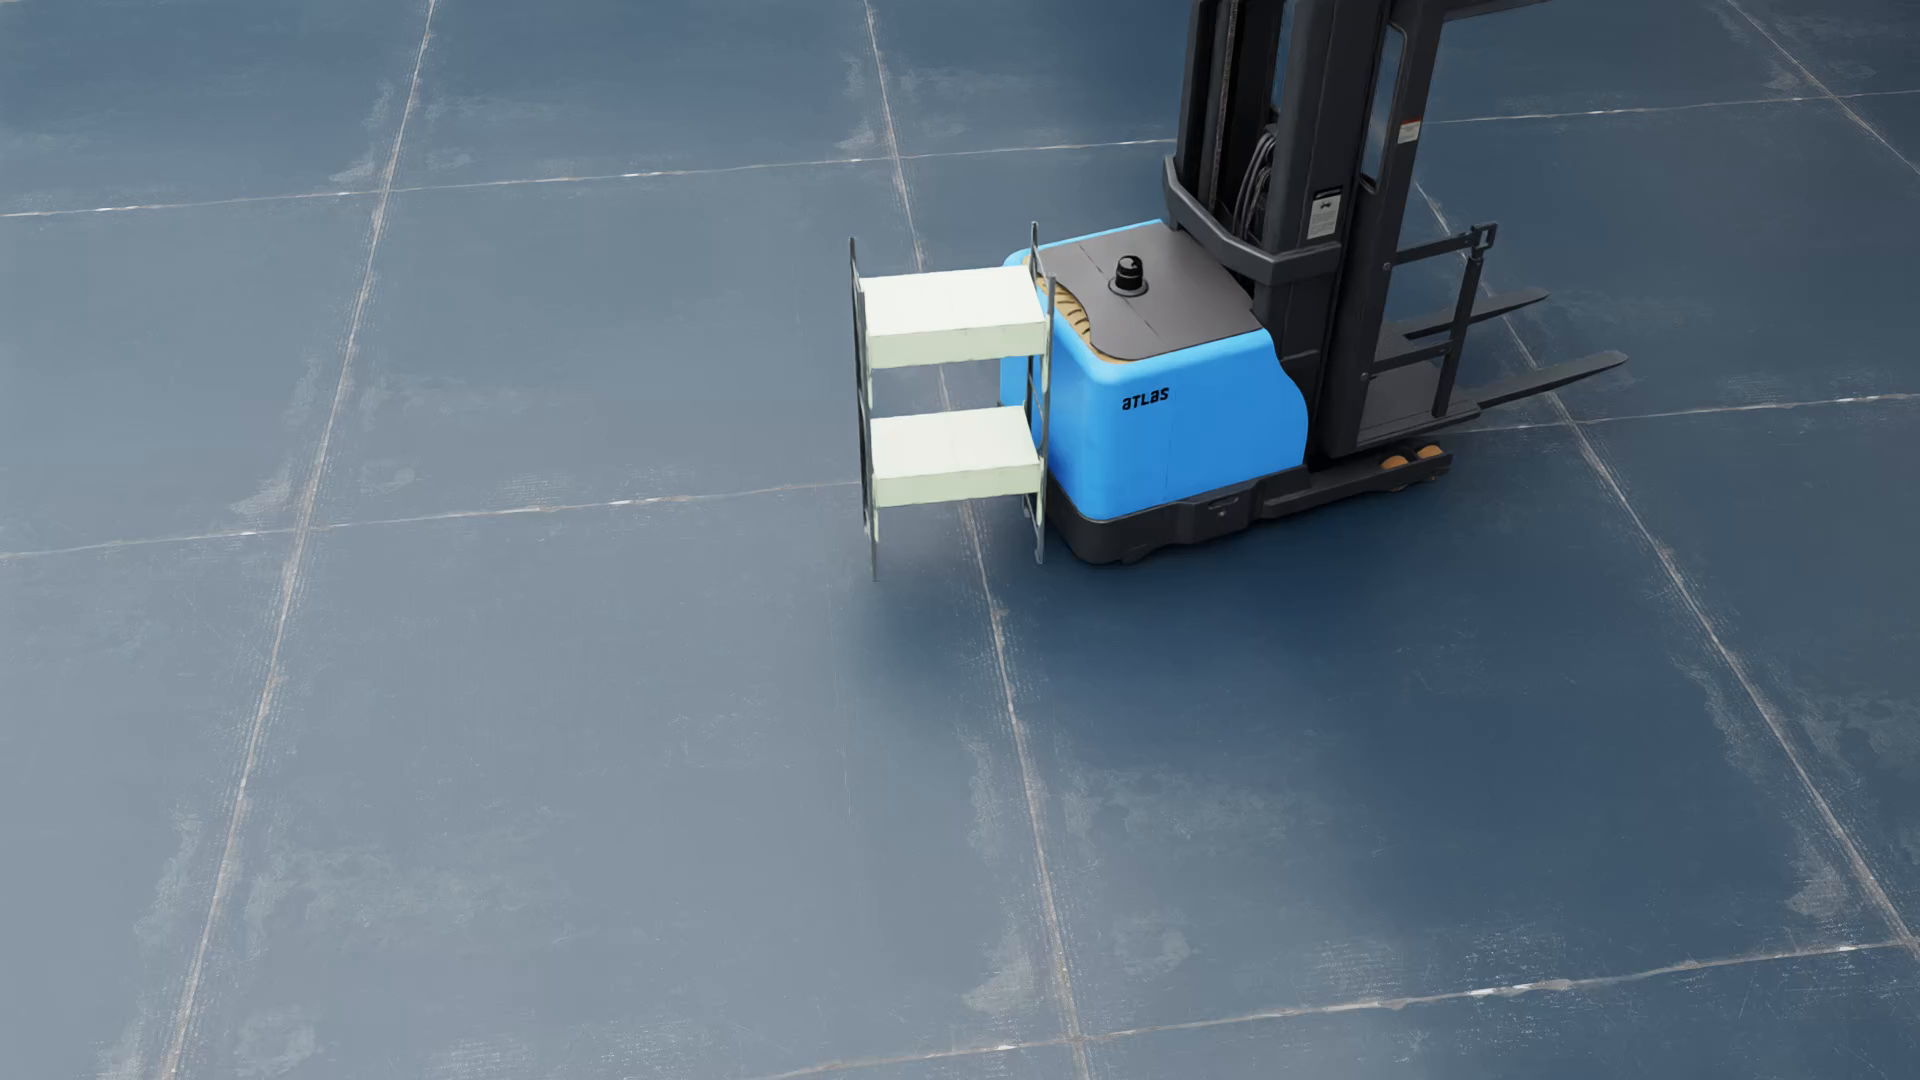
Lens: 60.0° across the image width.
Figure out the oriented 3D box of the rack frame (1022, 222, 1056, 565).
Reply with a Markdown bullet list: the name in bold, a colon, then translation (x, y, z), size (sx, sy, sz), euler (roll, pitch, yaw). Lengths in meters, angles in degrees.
- **rack frame**: translation (0.326, -0.580, 6.988), size (0.023, 1.500, 0.400), euler (-6, 42, -6)

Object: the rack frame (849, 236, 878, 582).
- **rack frame**: translation (-0.398, -0.508, 6.908), size (0.023, 1.500, 0.400), euler (-6, 42, -6)

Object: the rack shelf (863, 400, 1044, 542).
- **rack shelf**: translation (-0.036, -0.302, 7.167), size (0.720, 0.370, 0.431), euler (-6, 42, -6)

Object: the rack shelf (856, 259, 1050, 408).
- **rack shelf**: translation (-0.036, -0.834, 6.687), size (0.720, 0.370, 0.431), euler (-6, 42, -6)

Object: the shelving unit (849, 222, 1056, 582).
- **shelving unit**: translation (-0.036, -0.544, 6.948), size (0.755, 1.500, 0.431), euler (-6, 42, -6)

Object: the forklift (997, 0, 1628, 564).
- **forklift**: translation (1.739, -1.625, 7.078), size (3.031, 2.935, 1.130), euler (-16, 44, -17)
